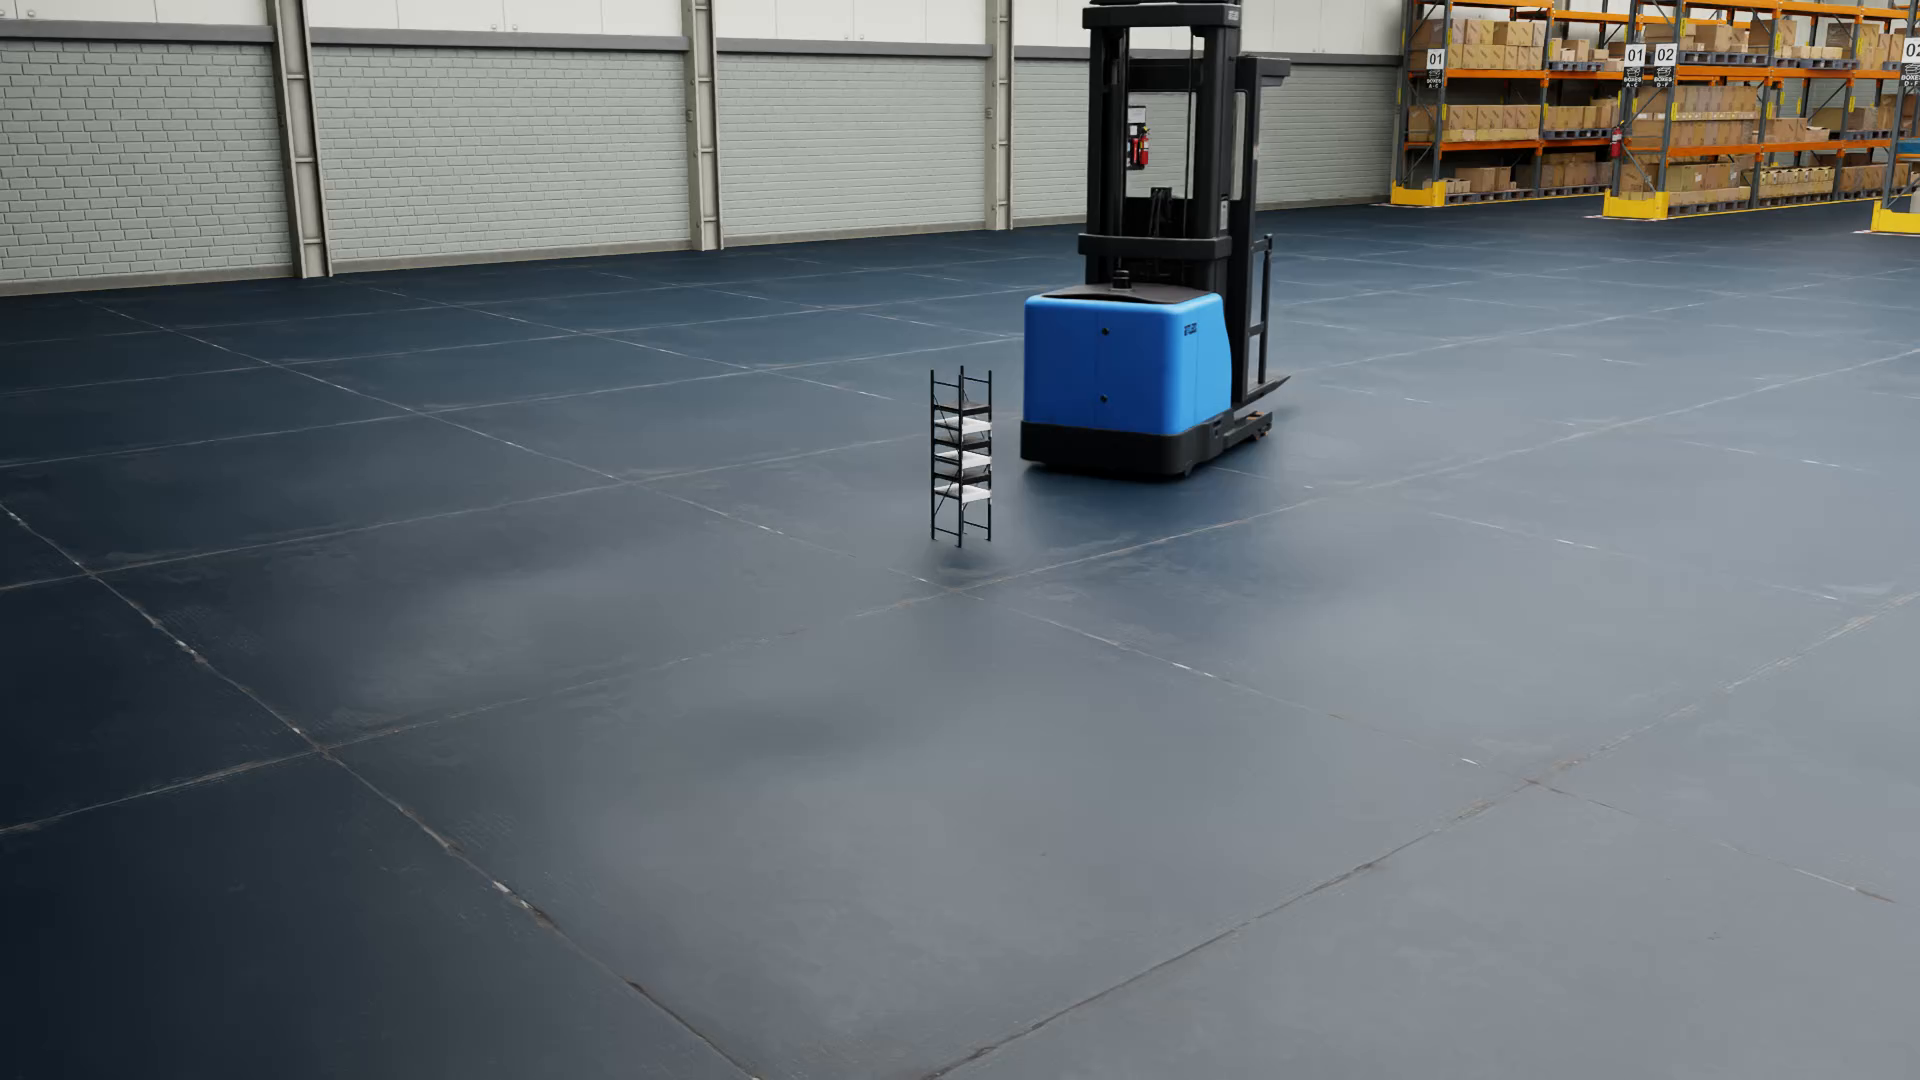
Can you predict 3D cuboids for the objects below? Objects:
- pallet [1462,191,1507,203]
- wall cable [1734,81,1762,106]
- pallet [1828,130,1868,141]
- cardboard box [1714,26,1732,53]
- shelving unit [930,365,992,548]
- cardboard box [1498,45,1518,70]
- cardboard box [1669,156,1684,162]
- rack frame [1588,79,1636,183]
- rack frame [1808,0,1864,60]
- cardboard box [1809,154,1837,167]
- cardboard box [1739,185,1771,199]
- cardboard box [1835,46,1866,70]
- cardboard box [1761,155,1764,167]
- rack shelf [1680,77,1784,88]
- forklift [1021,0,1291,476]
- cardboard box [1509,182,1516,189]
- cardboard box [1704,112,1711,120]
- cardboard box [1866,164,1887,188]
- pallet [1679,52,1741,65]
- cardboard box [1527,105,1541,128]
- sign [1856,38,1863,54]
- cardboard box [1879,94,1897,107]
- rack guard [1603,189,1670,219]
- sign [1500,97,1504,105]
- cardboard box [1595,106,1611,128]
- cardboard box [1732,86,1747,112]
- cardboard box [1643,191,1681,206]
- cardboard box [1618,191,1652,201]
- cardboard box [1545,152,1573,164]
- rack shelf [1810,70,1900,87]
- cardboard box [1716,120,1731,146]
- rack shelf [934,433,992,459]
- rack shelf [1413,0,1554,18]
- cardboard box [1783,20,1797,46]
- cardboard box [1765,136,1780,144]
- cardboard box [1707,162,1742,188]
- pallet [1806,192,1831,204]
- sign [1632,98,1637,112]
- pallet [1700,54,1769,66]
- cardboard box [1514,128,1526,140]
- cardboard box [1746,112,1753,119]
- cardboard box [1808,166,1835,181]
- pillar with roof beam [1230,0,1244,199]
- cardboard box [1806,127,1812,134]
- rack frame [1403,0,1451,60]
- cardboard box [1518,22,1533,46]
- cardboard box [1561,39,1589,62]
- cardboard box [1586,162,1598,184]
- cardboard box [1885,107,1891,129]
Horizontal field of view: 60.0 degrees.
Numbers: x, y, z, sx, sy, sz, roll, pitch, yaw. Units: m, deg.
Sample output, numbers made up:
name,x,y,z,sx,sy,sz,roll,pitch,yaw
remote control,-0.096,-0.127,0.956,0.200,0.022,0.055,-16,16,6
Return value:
name,x,y,z,sx,sy,sz,roll,pitch,yaw
pallet,11.382,-7.647,36.970,1.213,0.211,1.003,-13,19,-39
wall cable,22.184,-12.248,46.821,1.851,1.984,0.084,-13,19,-39
pallet,19.524,-9.073,37.275,1.003,0.211,1.213,-13,19,-39
cardboard box,14.716,-9.874,32.807,0.637,0.503,0.797,-10,18,-33
shelving unit,0.006,-0.436,8.639,0.210,0.900,0.258,-13,20,-39
cardboard box,11.785,-10.512,36.246,0.500,0.500,0.500,-14,20,-41
cardboard box,17.748,-9.556,42.064,0.750,0.750,0.750,-12,19,-38
rack frame,15.804,-10.001,40.377,0.127,3.000,1.000,-13,19,-39
rack frame,19.059,-11.935,35.995,0.127,3.000,1.000,-13,19,-39
cardboard box,19.650,-8.618,37.741,0.500,0.250,0.500,-12,19,-37
cardboard box,16.508,-7.254,34.608,0.500,0.250,0.500,-13,20,-41
cardboard box,19.366,-10.615,36.670,0.500,0.500,0.910,-13,19,-39
cardboard box,21.377,-10.213,45.202,0.500,0.500,0.700,-13,19,-39
rack shelf,20.330,-12.119,43.888,4.000,0.370,1.077,-13,19,-39
forklift,1.499,-2.135,11.063,1.130,2.935,3.031,8,17,26
cardboard box,12.403,-8.070,37.788,0.380,0.166,0.250,13,20,40
cardboard box,14.431,-8.286,32.509,0.250,0.149,0.380,-13,20,-40
cardboard box,21.135,-8.413,38.424,0.500,0.500,0.500,-12,19,-39
pallet,14.495,-9.410,32.527,1.213,0.211,1.003,-13,19,-39
cardboard box,12.633,-9.482,37.235,0.500,0.500,0.500,-13,20,-39
sign,19.417,-10.665,35.895,0.005,0.325,0.100,-13,19,-39
cardboard box,22.288,-10.382,39.673,0.500,0.500,0.500,-13,19,-39
rack guard,13.006,-6.470,32.002,0.348,0.500,1.175,-13,19,-39
sign,12.420,-9.990,38.093,0.005,0.325,0.100,-13,19,-39
cardboard box,15.052,-10.080,39.628,0.700,0.500,0.500,14,20,42
cardboard box,15.330,-8.872,33.444,0.500,0.500,0.700,-13,20,-39
cardboard box,13.574,-6.604,32.174,0.500,0.250,0.500,-13,19,-39
cardboard box,13.234,-6.704,32.551,0.500,0.250,0.500,-13,19,-39
cardboard box,14.051,-8.982,39.102,0.500,0.250,0.500,-13,20,-41
rack shelf,20.567,-10.477,37.743,4.000,0.370,1.077,-13,19,-39
cardboard box,14.936,-8.156,33.279,0.500,0.500,0.700,-12,19,-39
rack shelf,0.006,-0.491,8.624,0.200,0.077,0.258,-13,20,-39
rack shelf,11.278,-11.533,35.891,4.000,0.370,1.077,-13,19,-39
cardboard box,16.947,-10.499,34.454,0.500,0.500,0.500,-10,18,-34
cardboard box,16.844,-8.348,34.677,0.250,0.149,0.380,-13,19,-39
cardboard box,15.450,-7.392,33.674,0.500,0.500,0.500,-13,19,-39
pallet,18.412,-7.558,36.635,1.213,0.211,1.003,-13,19,-39
sign,16.167,-10.418,39.848,0.005,0.325,0.100,-13,19,-39
pallet,15.415,-9.616,33.297,1.213,0.211,1.003,-13,19,-39
cardboard box,12.247,-9.038,37.026,0.500,0.250,0.500,-13,19,-39
cardboard box,15.789,-8.592,33.651,0.250,0.149,0.380,-13,20,-41
cardboard box,18.825,-8.045,36.485,0.500,0.311,0.500,-12,19,-38
pillar with roof beam,8.029,-9.976,28.661,0.400,9.000,9.100,-13,19,-39
cardboard box,18.257,-8.880,36.354,0.500,0.311,0.500,-13,20,-40
rack frame,9.769,-11.544,34.529,0.127,3.000,1.000,-13,19,-39
cardboard box,12.178,-11.080,36.436,0.500,0.500,0.500,-11,19,-36
cardboard box,14.182,-11.309,38.456,0.500,0.500,0.500,-14,20,-41
cardboard box,14.830,-8.809,39.906,0.500,0.500,0.700,-13,20,-39
cardboard box,21.095,-9.800,38.619,0.500,0.500,0.700,-9,17,-31
